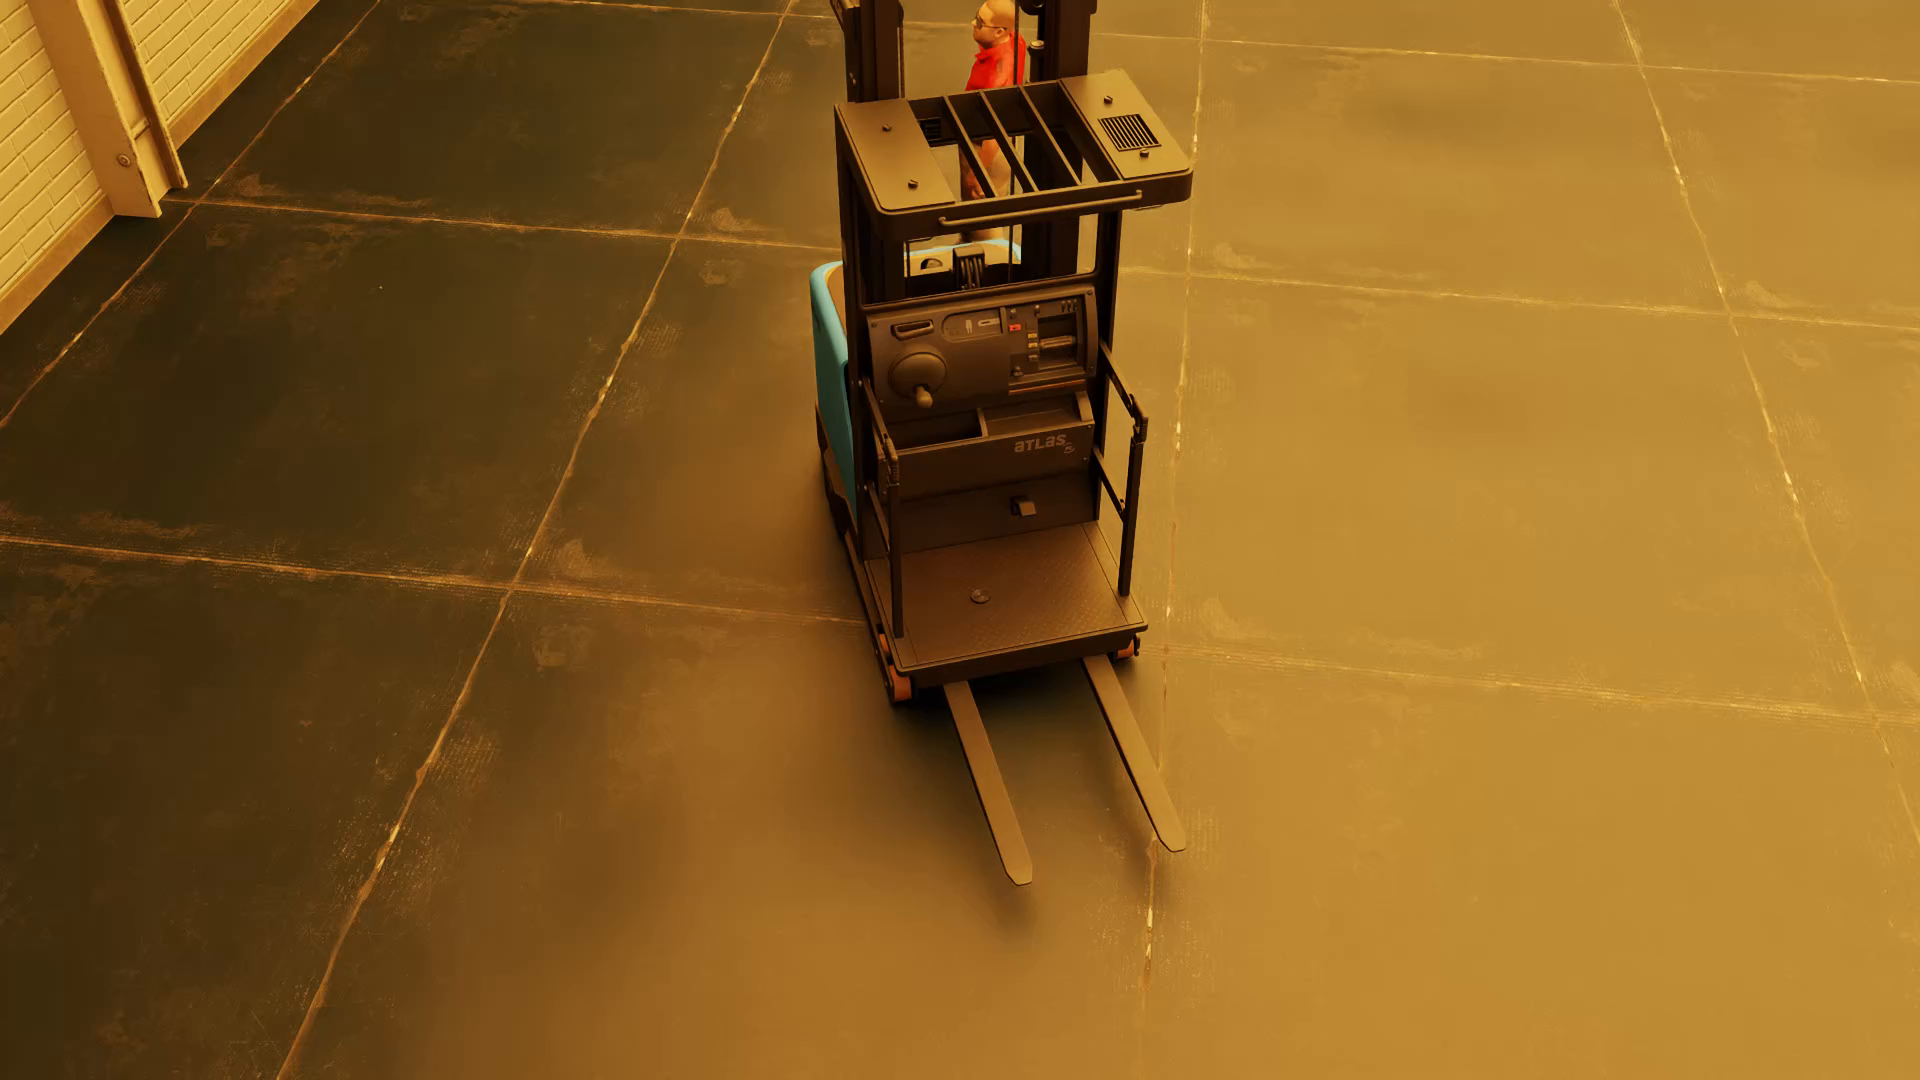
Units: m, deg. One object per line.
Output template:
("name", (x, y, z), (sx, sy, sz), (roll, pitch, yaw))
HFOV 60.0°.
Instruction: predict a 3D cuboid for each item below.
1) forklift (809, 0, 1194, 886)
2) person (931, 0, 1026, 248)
("forklift", (0.153, -0.681, 6.465), (1.130, 2.935, 3.031), (-10, 44, -11))
("person", (0.054, -2.088, 8.876), (0.551, 1.727, 0.641), (4, 43, 5))
